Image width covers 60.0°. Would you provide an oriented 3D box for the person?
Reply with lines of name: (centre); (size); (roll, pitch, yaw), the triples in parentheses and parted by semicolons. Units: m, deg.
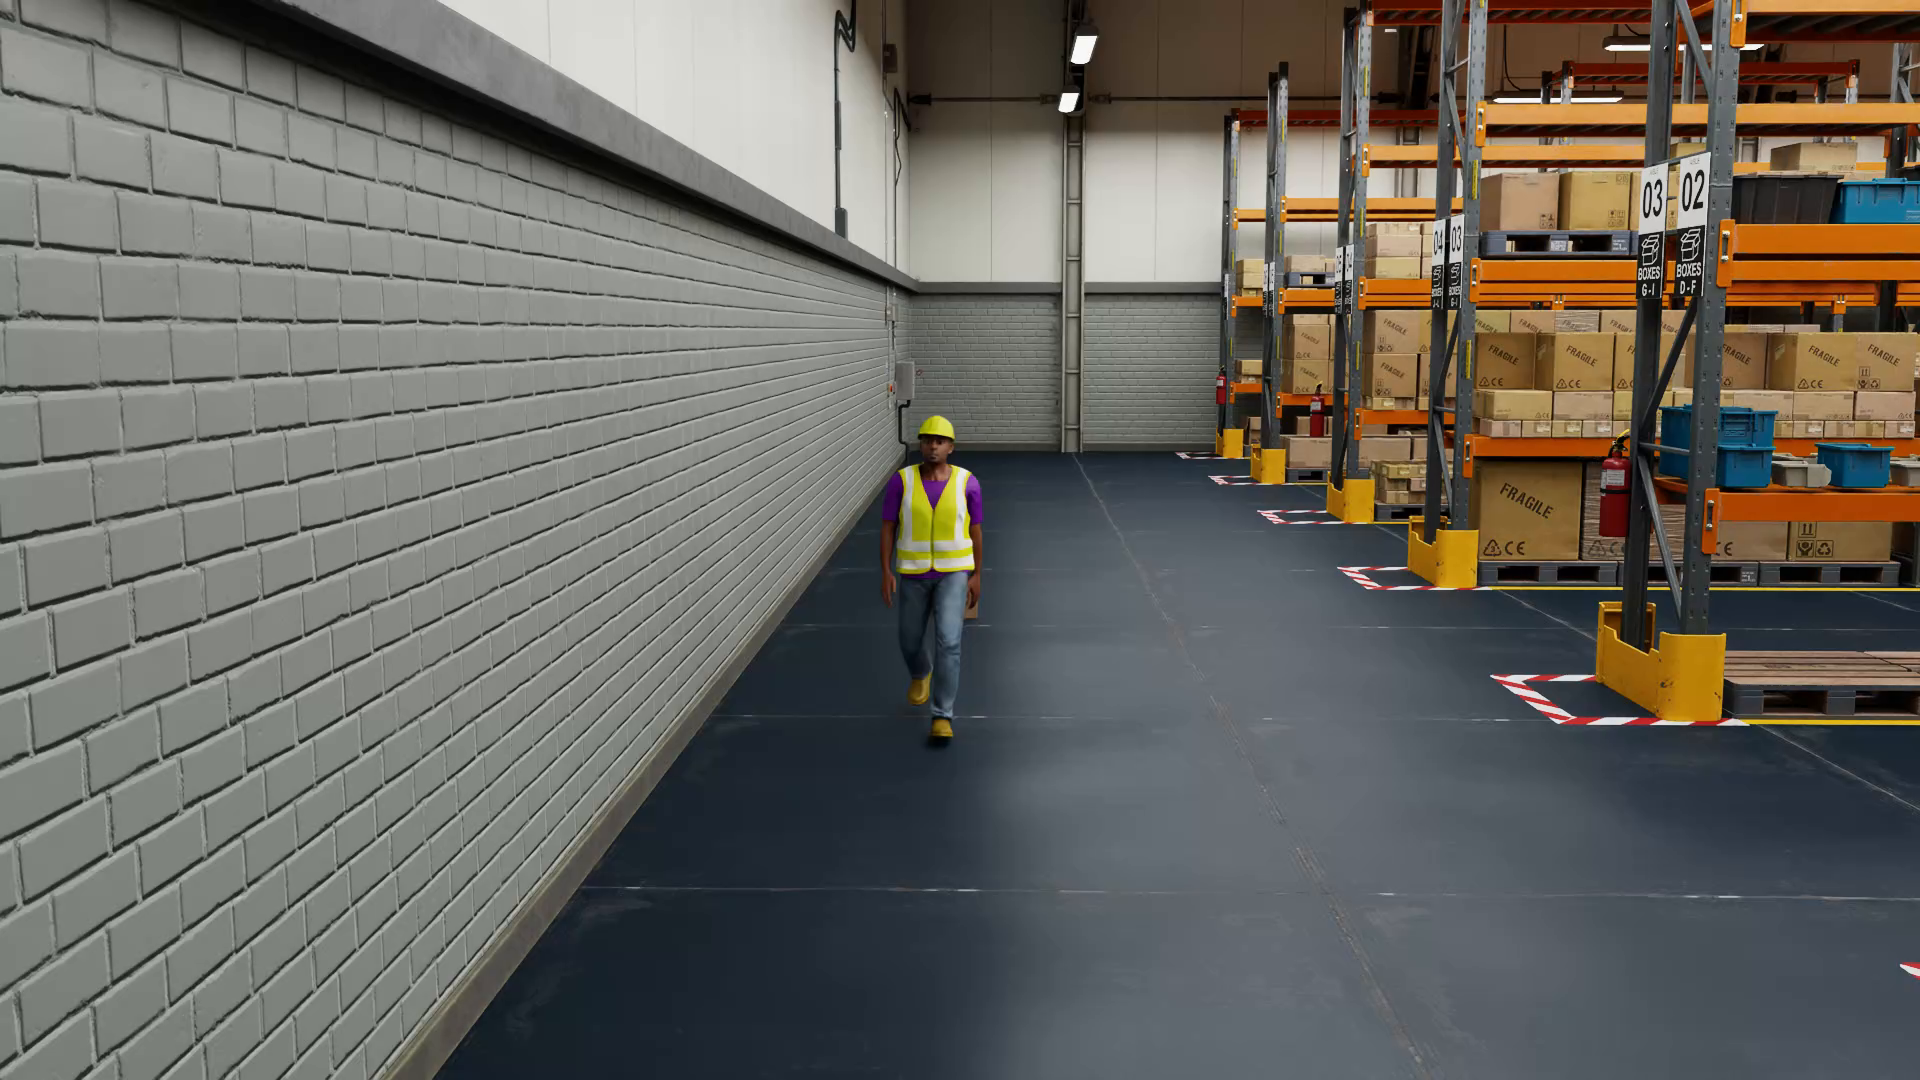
person: (-0.161, 0.179, 9.215); (0.569, 1.741, 0.880); (0, 7, 3)
